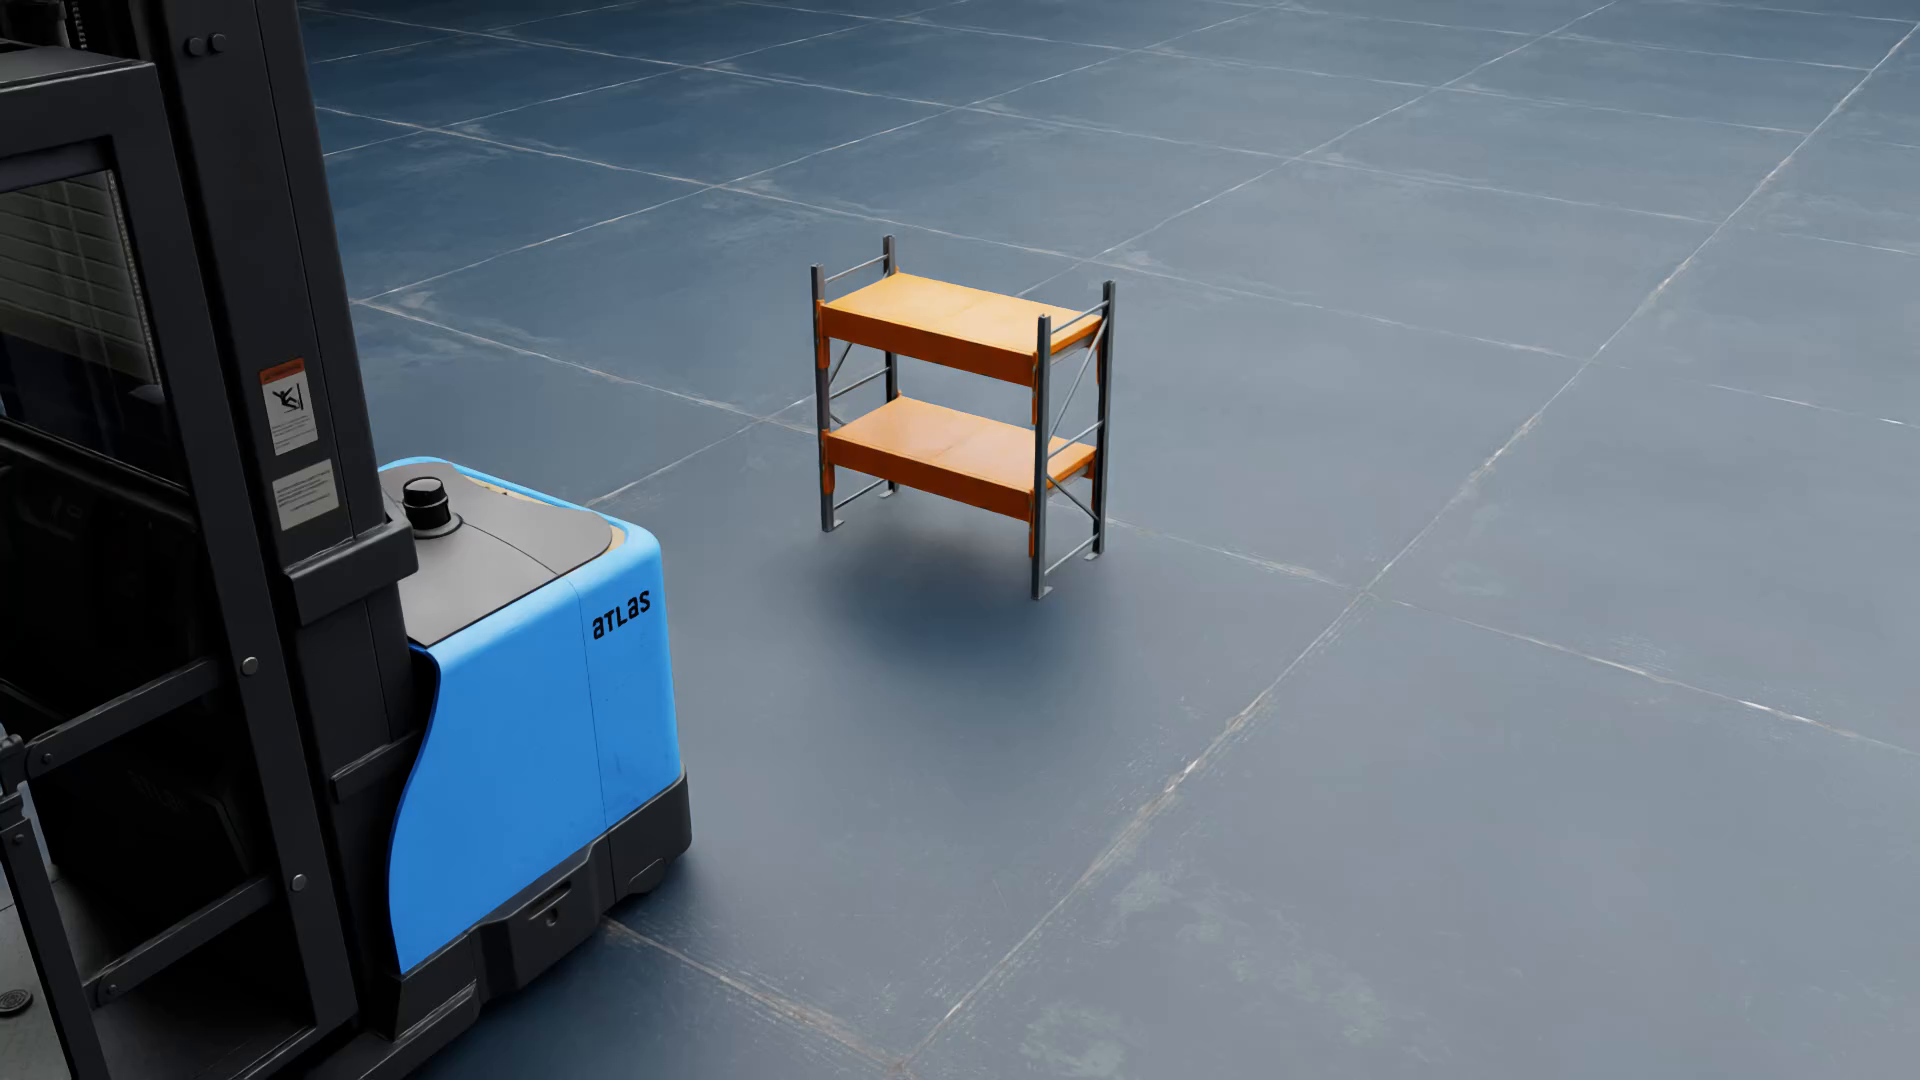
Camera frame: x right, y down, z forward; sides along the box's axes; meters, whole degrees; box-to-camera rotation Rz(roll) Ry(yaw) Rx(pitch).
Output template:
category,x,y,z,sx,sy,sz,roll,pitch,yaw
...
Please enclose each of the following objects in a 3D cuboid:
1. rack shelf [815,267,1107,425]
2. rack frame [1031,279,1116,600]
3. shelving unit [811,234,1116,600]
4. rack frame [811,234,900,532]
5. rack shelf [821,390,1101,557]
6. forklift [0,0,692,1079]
category,x,y,z,sx,sy,sz,roll,pitch,yaw
rack shelf,0.006,-0.760,6.359,1.000,0.278,0.538,17,32,30
rack frame,0.425,-0.369,6.235,0.032,1.125,0.500,17,32,30
shelving unit,0.006,-0.500,6.491,1.048,1.125,0.538,17,32,30
rack frame,-0.413,-0.630,6.748,0.032,1.125,0.500,17,32,30
rack shelf,0.006,-0.282,6.602,1.000,0.278,0.538,17,32,30
forklift,-2.022,0.061,3.398,1.130,2.935,3.031,17,31,30
